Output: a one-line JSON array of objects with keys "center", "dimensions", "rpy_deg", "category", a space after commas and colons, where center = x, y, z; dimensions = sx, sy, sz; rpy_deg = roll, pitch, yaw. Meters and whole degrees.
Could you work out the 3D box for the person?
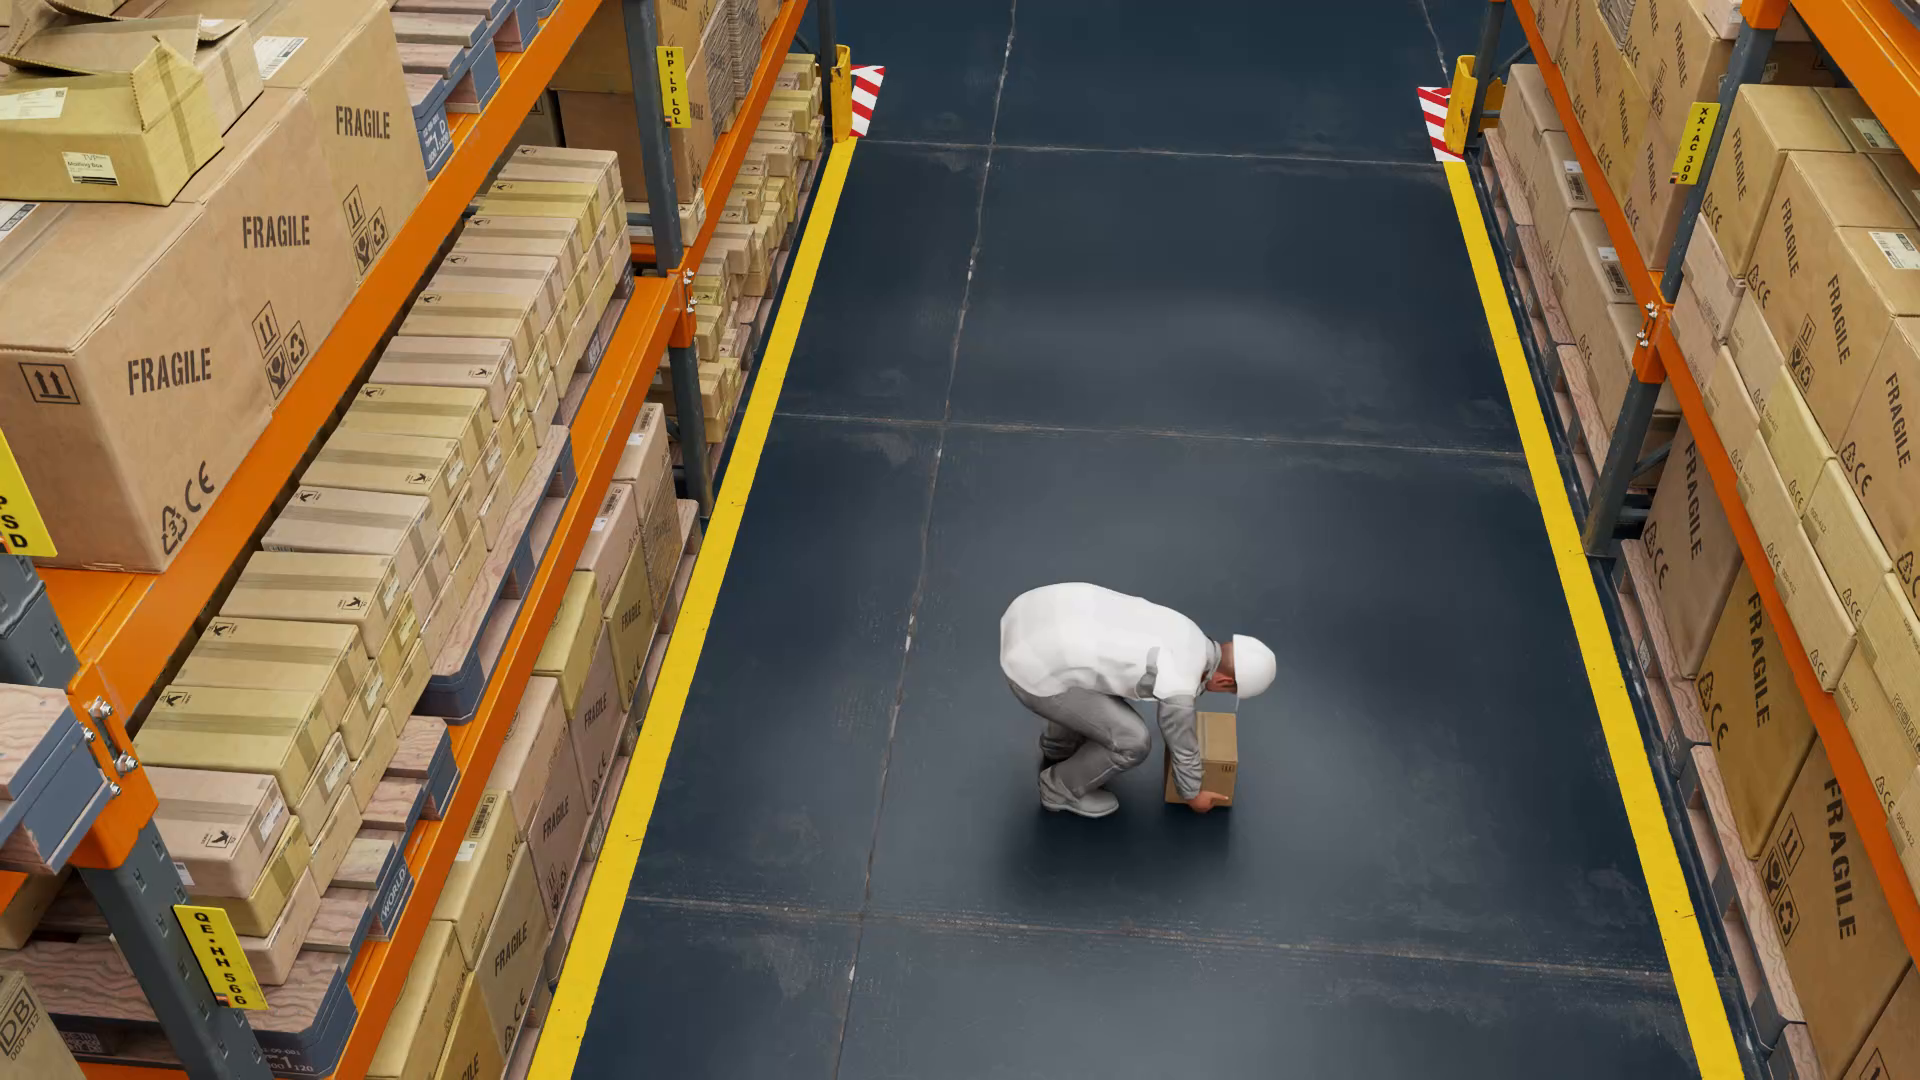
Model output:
[{"center": [0.642, 0.570, 6.117], "dimensions": [0.999, 0.924, 0.518], "rpy_deg": [2, 40, 2], "category": "person"}]
